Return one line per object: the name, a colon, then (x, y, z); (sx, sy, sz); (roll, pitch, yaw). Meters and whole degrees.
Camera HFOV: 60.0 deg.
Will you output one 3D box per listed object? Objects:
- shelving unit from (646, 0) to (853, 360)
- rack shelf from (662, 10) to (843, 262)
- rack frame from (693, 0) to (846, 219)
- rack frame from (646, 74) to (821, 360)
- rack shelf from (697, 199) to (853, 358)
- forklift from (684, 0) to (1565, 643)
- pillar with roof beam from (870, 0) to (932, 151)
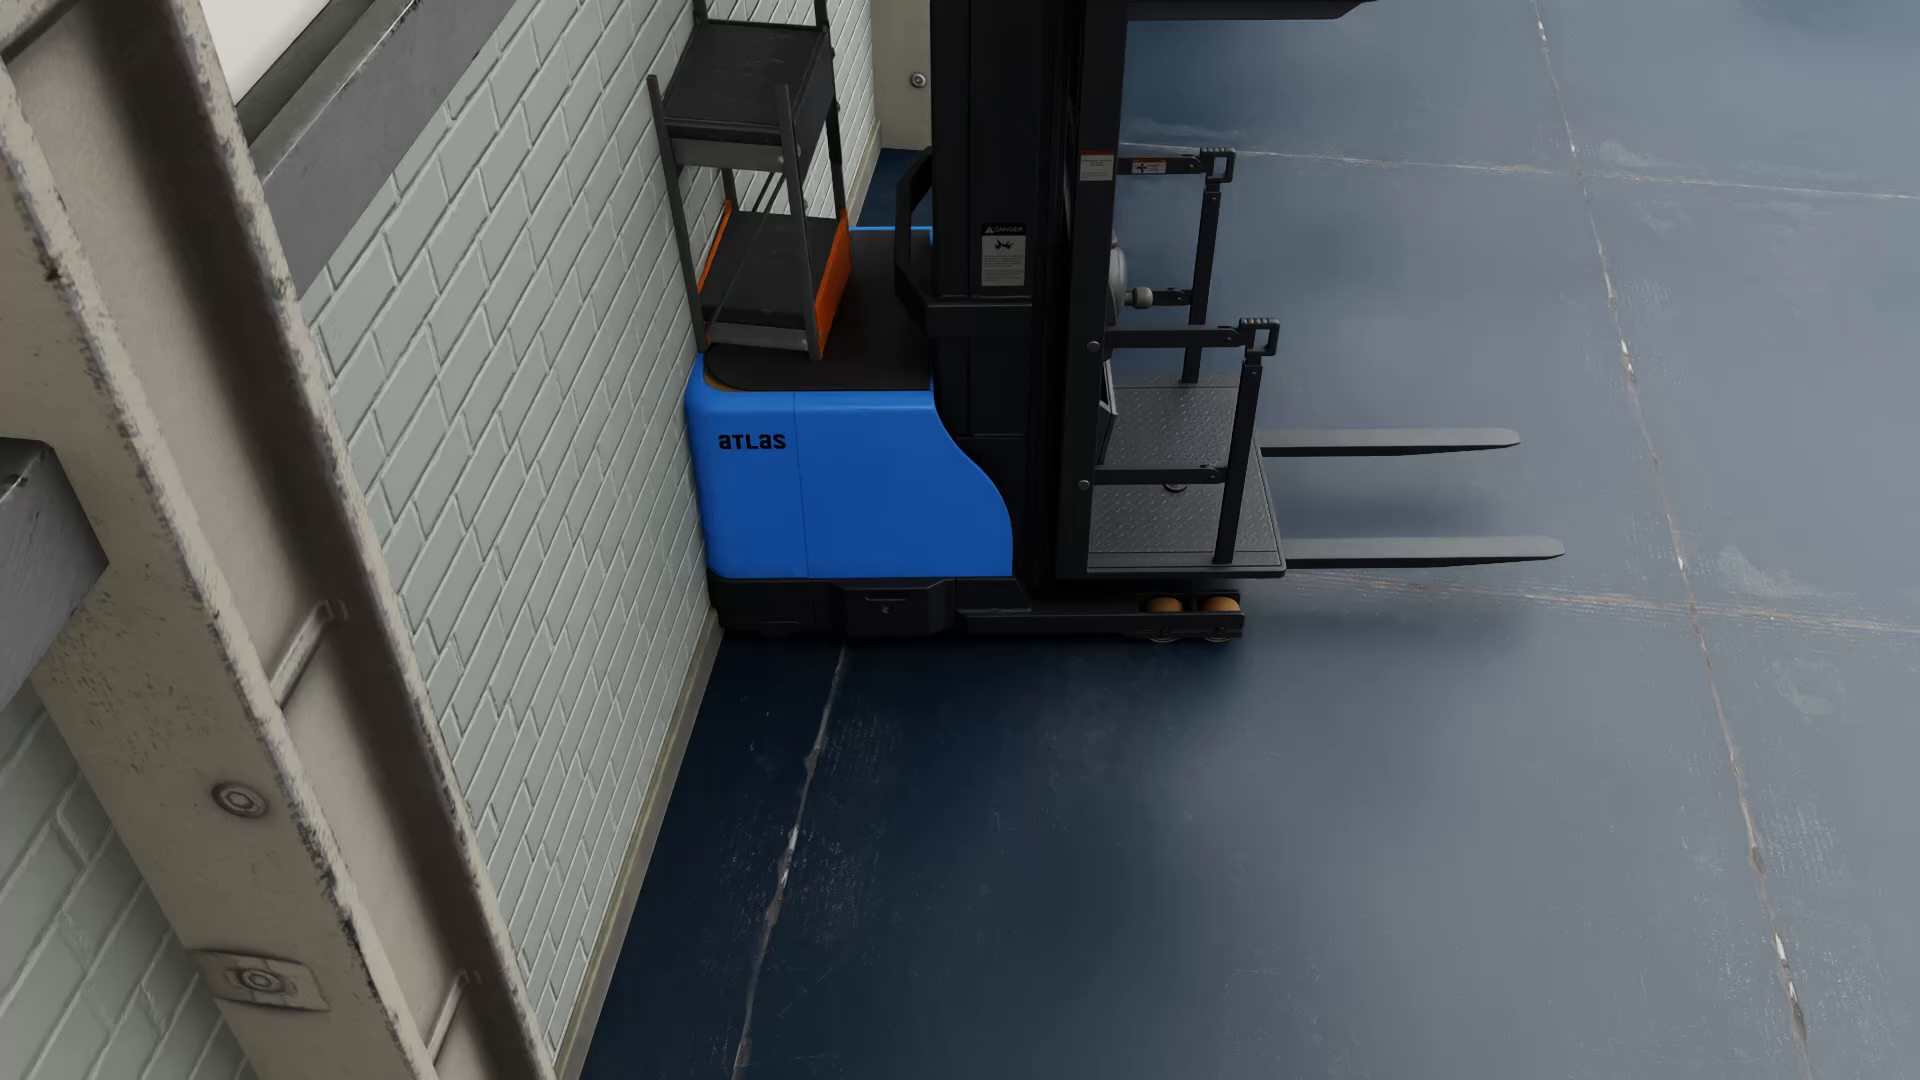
shelving unit: (-0.601, -0.759, 5.469); (0.431, 2.100, 0.503); (6, 51, 7)
rack shelf: (-0.618, -1.198, 4.942); (0.431, 0.518, 0.480); (6, 51, 7)
rack frame: (-0.563, -0.945, 5.623); (0.400, 2.100, 0.015); (6, 51, 7)
rack frame: (-0.639, -0.573, 5.315); (0.400, 2.100, 0.015); (6, 51, 7)
rack shelf: (-0.601, -0.750, 5.479); (0.431, 0.518, 0.480); (6, 51, 7)
forklift: (0.623, -1.070, 5.248); (3.031, 2.935, 1.130); (-1, 43, -1)
pillar with roof beam: (4.016, -4.966, 4.950); (9.100, 9.000, 0.400); (5, 44, 6)
